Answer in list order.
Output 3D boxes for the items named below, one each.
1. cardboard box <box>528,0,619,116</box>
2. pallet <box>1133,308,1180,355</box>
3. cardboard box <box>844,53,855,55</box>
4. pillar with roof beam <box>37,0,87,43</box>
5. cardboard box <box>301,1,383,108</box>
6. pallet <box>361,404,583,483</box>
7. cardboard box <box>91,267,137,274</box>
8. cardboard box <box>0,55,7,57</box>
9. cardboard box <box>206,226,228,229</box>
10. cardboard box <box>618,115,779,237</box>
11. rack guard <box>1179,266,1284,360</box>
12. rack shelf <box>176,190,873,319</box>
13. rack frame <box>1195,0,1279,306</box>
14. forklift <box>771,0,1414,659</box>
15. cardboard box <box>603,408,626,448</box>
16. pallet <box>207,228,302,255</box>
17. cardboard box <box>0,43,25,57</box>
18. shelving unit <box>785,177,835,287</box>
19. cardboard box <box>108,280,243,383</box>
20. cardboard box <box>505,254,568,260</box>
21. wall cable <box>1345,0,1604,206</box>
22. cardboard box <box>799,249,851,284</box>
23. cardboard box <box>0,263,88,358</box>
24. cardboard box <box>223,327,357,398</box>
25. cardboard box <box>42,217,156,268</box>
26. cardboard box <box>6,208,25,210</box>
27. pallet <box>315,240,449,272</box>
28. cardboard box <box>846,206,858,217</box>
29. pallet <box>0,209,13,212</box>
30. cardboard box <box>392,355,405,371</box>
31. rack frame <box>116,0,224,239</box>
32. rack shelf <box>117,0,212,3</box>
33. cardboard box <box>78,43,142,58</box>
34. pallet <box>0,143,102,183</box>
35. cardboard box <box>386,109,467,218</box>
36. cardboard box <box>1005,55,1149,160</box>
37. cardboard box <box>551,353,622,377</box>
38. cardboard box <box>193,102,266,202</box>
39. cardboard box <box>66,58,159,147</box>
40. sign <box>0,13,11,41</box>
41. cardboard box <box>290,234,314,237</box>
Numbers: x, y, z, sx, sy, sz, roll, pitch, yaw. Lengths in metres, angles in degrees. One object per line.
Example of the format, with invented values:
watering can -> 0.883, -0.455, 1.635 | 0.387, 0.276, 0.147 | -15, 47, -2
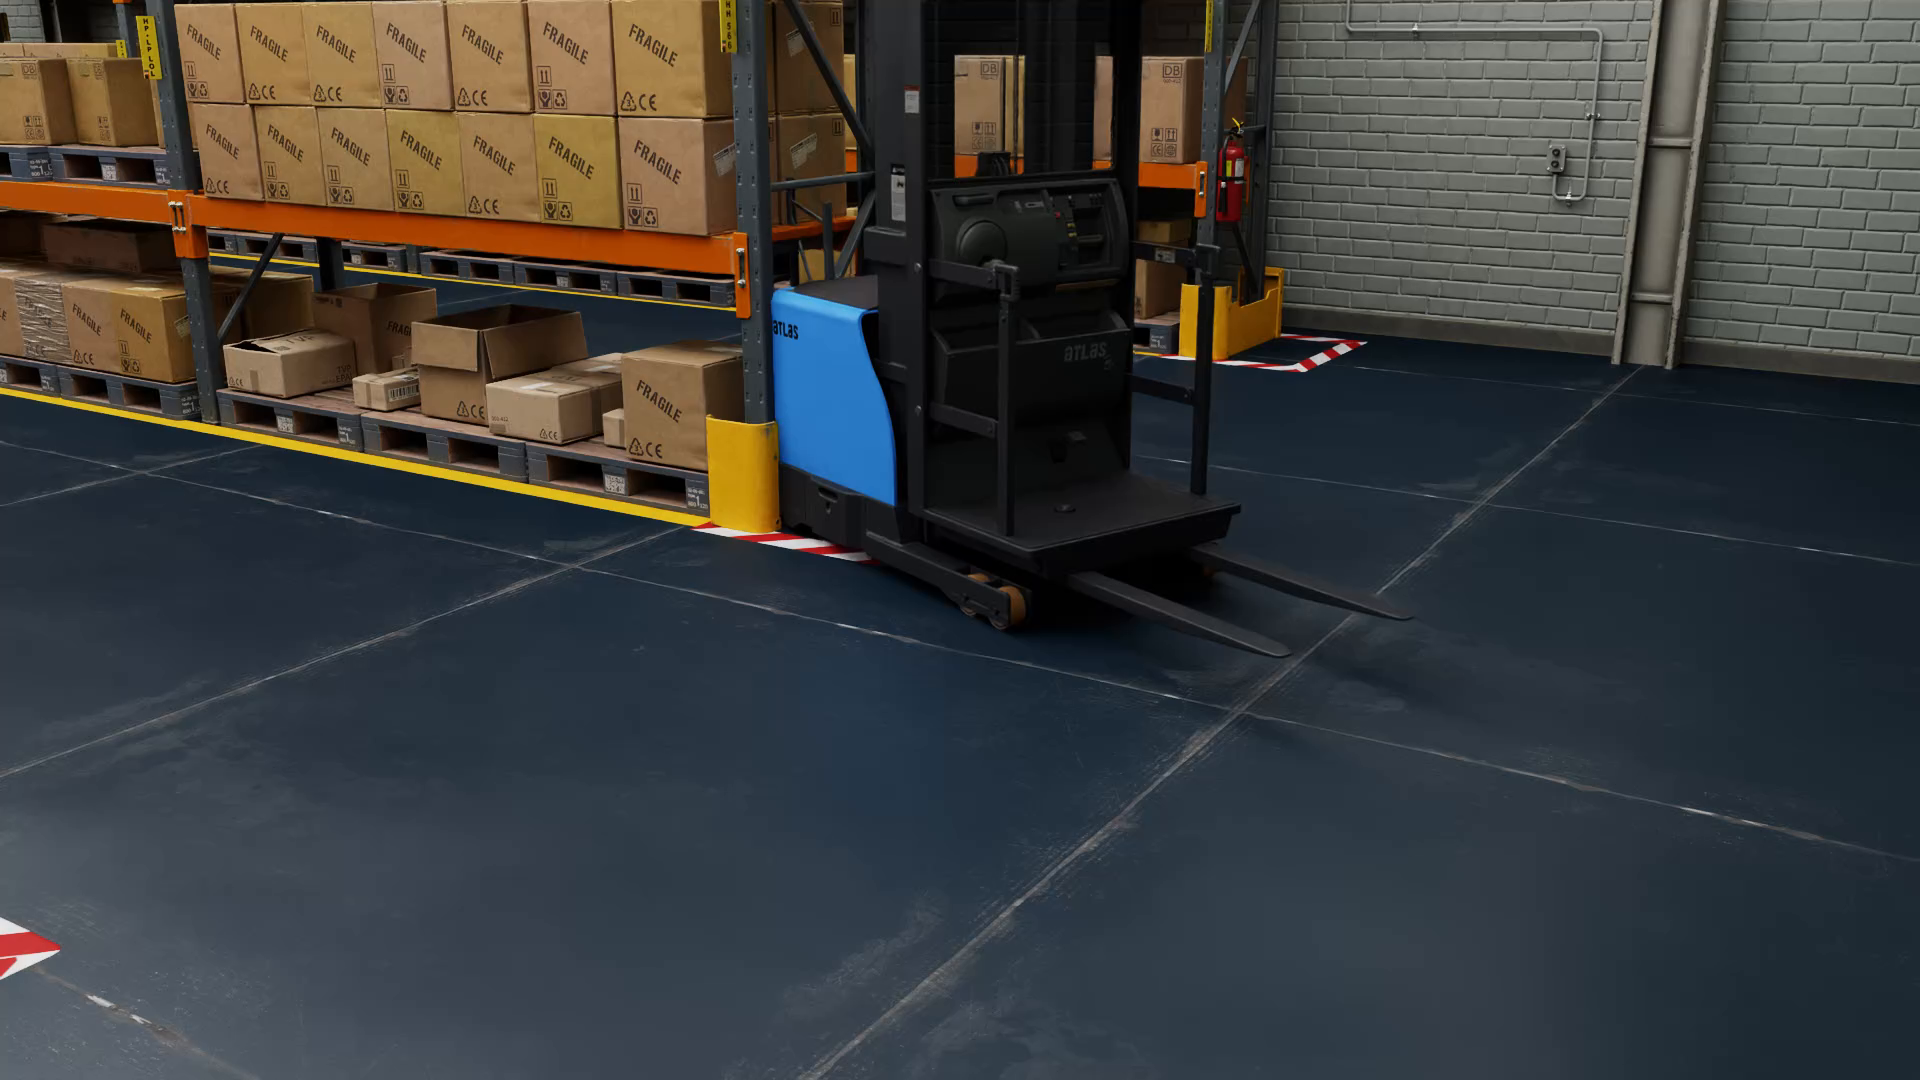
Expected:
cardboard box -> -1.607, -2.218, 7.630 | 0.500, 0.500, 0.500 | 11, 20, 32
pallet -> 1.214, -1.611, 12.322 | 1.213, 0.211, 1.003 | 10, 20, 30
cardboard box -> -1.018, -3.508, 13.254 | 0.700, 0.700, 0.980 | 10, 20, 31
pillar with roof beam -> -12.901, -7.189, 15.564 | 0.400, 9.000, 9.100 | 10, 20, 30
cardboard box -> -2.929, -2.452, 8.401 | 0.500, 0.500, 0.500 | 9, 19, 28
pallet -> -2.433, -0.600, 8.992 | 1.213, 0.211, 1.003 | 10, 20, 30
cardboard box -> -5.228, -1.529, 10.796 | 0.500, 0.500, 0.500 | 10, 20, 31
cardboard box -> -6.874, -3.013, 11.246 | 0.500, 0.500, 0.700 | 4, 17, 12
cardboard box -> -7.653, -3.575, 17.533 | 0.500, 0.500, 0.700 | 11, 20, 32
cardboard box -> -1.177, -1.664, 7.527 | 0.500, 0.500, 0.500 | 11, 20, 32
rack guard -> 1.957, -1.643, 11.931 | 0.348, 0.500, 1.175 | 10, 20, 30
rack shelf -> -2.357, -1.576, 8.645 | 4.000, 0.370, 1.077 | 10, 20, 30
rack frame -> 1.937, -2.843, 11.580 | 0.127, 3.000, 1.000 | 10, 20, 30
forklift -> 0.412, -1.223, 6.366 | 1.130, 2.935, 3.031 | -12, 21, -34
cardboard box -> -1.543, -0.576, 8.234 | 0.250, 0.166, 0.380 | 10, 20, 30
pallet -> -7.625, -3.216, 17.605 | 1.213, 0.211, 1.003 | 10, 20, 30
cardboard box -> -10.149, -5.193, 18.249 | 0.500, 0.500, 0.500 | 11, 20, 32
shelving unit -> -0.214, -1.002, 7.985 | 1.083, 1.500, 0.587 | -13, 29, -23
cardboard box -> -4.632, -1.243, 9.855 | 0.500, 0.500, 0.500 | 10, 20, 30
cardboard box -> -3.579, -2.953, 14.918 | 0.750, 0.750, 0.750 | 10, 20, 30
wall cable -> 3.523, -3.369, 11.562 | 1.851, 1.984, 0.084 | 10, 20, 30
cardboard box -> -0.888, -2.317, 13.427 | 0.500, 0.500, 0.700 | 10, 20, 31
cardboard box -> -5.910, -1.473, 10.613 | 0.500, 0.500, 0.500 | 9, 19, 28
cardboard box -> -3.817, -1.031, 9.482 | 0.500, 0.311, 0.500 | 10, 20, 30
cardboard box -> -5.626, -1.959, 10.925 | 0.500, 0.250, 0.500 | 10, 19, 29
cardboard box -> -10.669, -3.986, 19.213 | 0.500, 0.311, 0.500 | 12, 21, 35
pallet -> -5.546, -2.845, 16.383 | 1.213, 0.211, 1.003 | 10, 20, 30
cardboard box -> -0.692, -2.530, 13.012 | 0.250, 0.149, 0.380 | 11, 20, 32
pallet -> -10.959, -3.799, 19.523 | 1.213, 0.211, 1.003 | 10, 20, 30
cardboard box -> -3.076, -1.012, 9.699 | 0.250, 0.149, 0.380 | 10, 20, 30
rack frame -> -8.289, -4.668, 17.589 | 0.127, 3.000, 1.000 | 10, 20, 30
rack shelf -> -6.585, -5.455, 16.256 | 4.000, 0.370, 1.077 | 10, 20, 30
cardboard box -> -8.854, -4.960, 17.483 | 0.500, 0.500, 0.500 | 10, 20, 30
pallet -> -5.810, -2.446, 10.603 | 1.213, 0.211, 1.003 | 10, 20, 30
cardboard box -> -2.472, -1.896, 8.290 | 0.500, 0.500, 0.500 | 10, 19, 29
cardboard box -> 0.871, -3.170, 12.138 | 0.700, 0.700, 0.980 | 10, 20, 30
cardboard box -> -1.820, -0.815, 8.879 | 0.500, 0.250, 0.500 | 10, 20, 30
cardboard box -> -3.770, -2.127, 9.050 | 0.500, 0.500, 0.500 | 11, 20, 31
cardboard box -> -4.967, -2.689, 10.178 | 0.500, 0.500, 0.700 | 14, 22, 39
sign -> -11.390, -6.116, 19.820 | 0.005, 0.325, 0.100 | 10, 20, 30
cardboard box -> -6.338, -3.347, 16.781 | 0.500, 0.500, 0.700 | 10, 20, 30
